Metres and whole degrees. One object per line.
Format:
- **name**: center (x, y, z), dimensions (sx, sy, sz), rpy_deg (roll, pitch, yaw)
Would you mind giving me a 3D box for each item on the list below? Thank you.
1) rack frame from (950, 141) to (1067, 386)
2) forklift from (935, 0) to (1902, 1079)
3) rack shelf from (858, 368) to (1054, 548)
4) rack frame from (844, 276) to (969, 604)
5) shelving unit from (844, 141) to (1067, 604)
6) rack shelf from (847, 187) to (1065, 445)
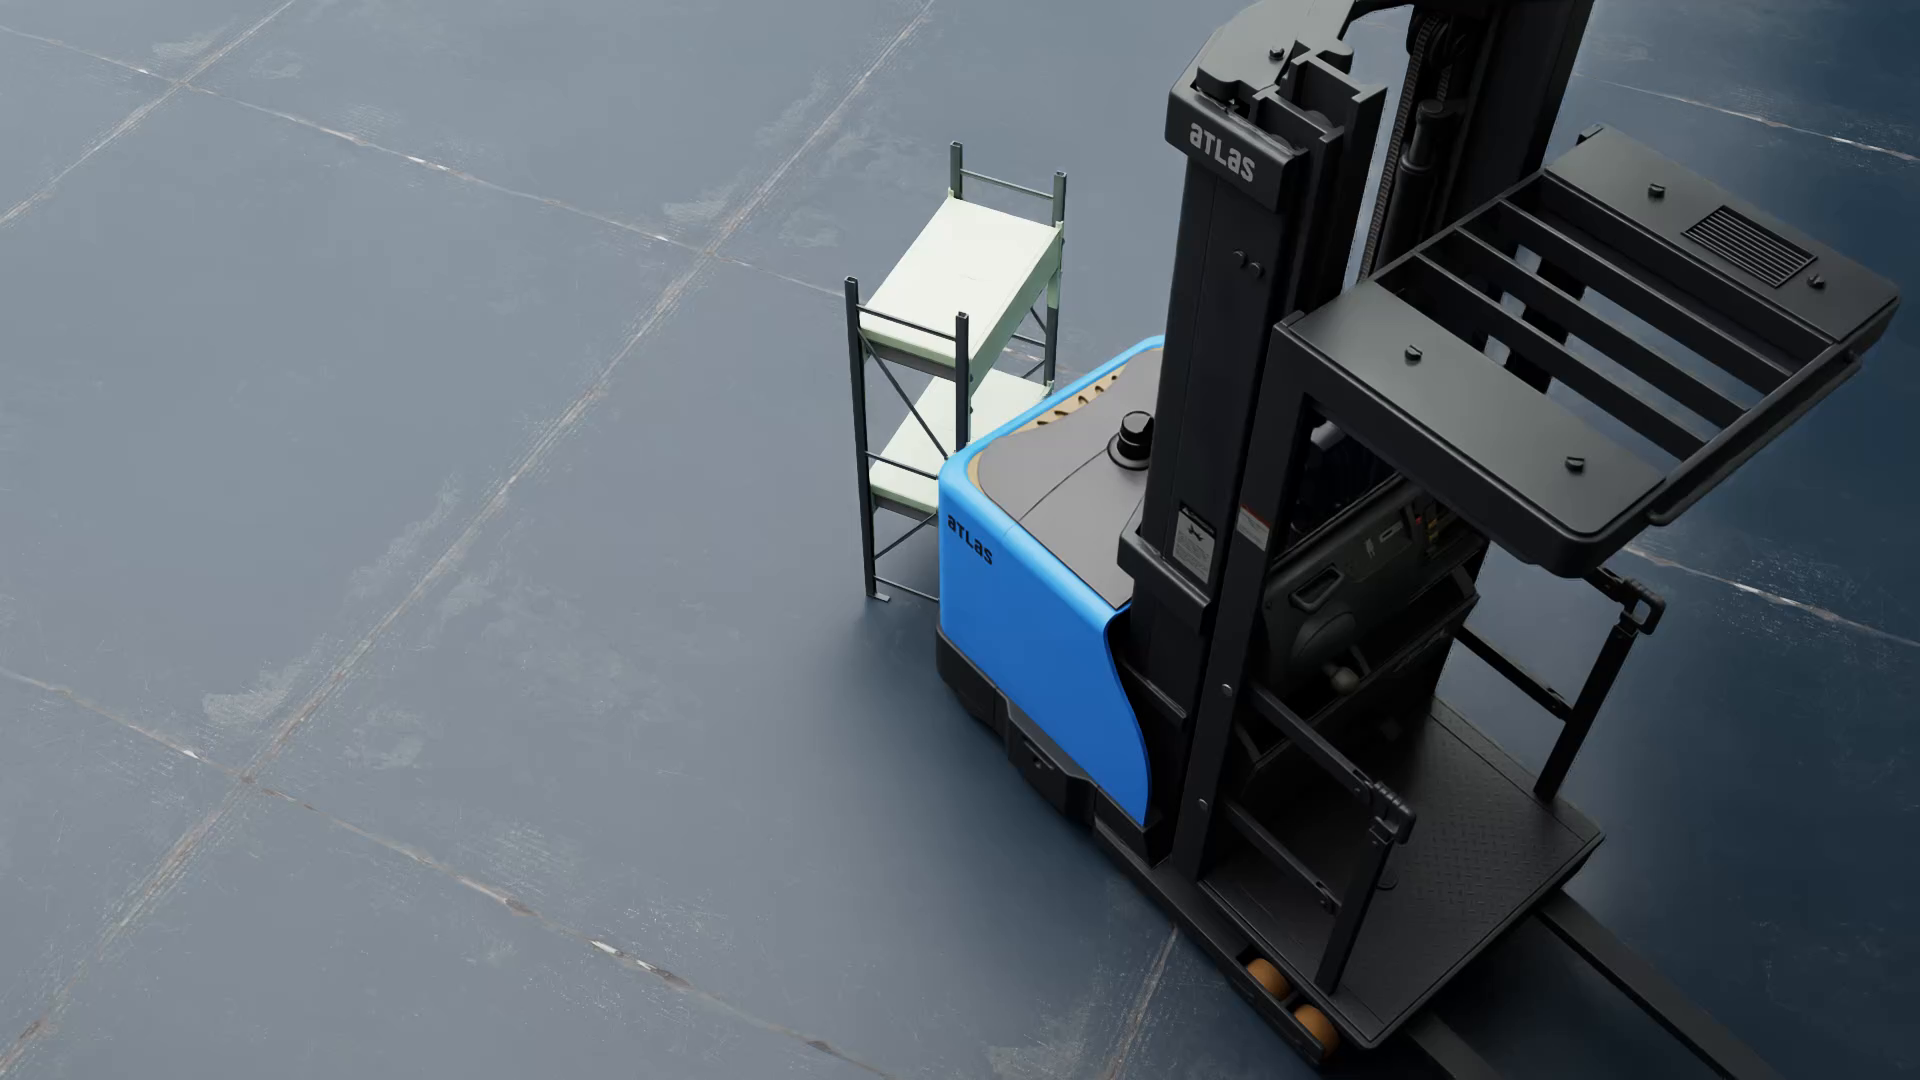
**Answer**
- **rack frame**: center (0.154, -0.733, 5.889), dimensions (0.400, 1.500, 0.023), rpy_deg (20, 52, 16)
- **forklift**: center (1.244, 0.150, 4.198), dimensions (1.130, 2.935, 3.031), rpy_deg (-32, 57, -24)
- **rack shelf**: center (-0.003, -0.270, 5.923), dimensions (0.431, 0.370, 0.720), rpy_deg (20, 52, 16)
- **rack frame**: center (-0.159, -0.229, 5.460), dimensions (0.400, 1.500, 0.023), rpy_deg (20, 52, 16)
- **shelving unit**: center (-0.003, -0.481, 5.675), dimensions (0.431, 1.500, 0.755), rpy_deg (20, 52, 16)
- **rack shelf**: center (-0.003, -0.734, 5.378), dimensions (0.431, 0.370, 0.720), rpy_deg (20, 52, 16)
